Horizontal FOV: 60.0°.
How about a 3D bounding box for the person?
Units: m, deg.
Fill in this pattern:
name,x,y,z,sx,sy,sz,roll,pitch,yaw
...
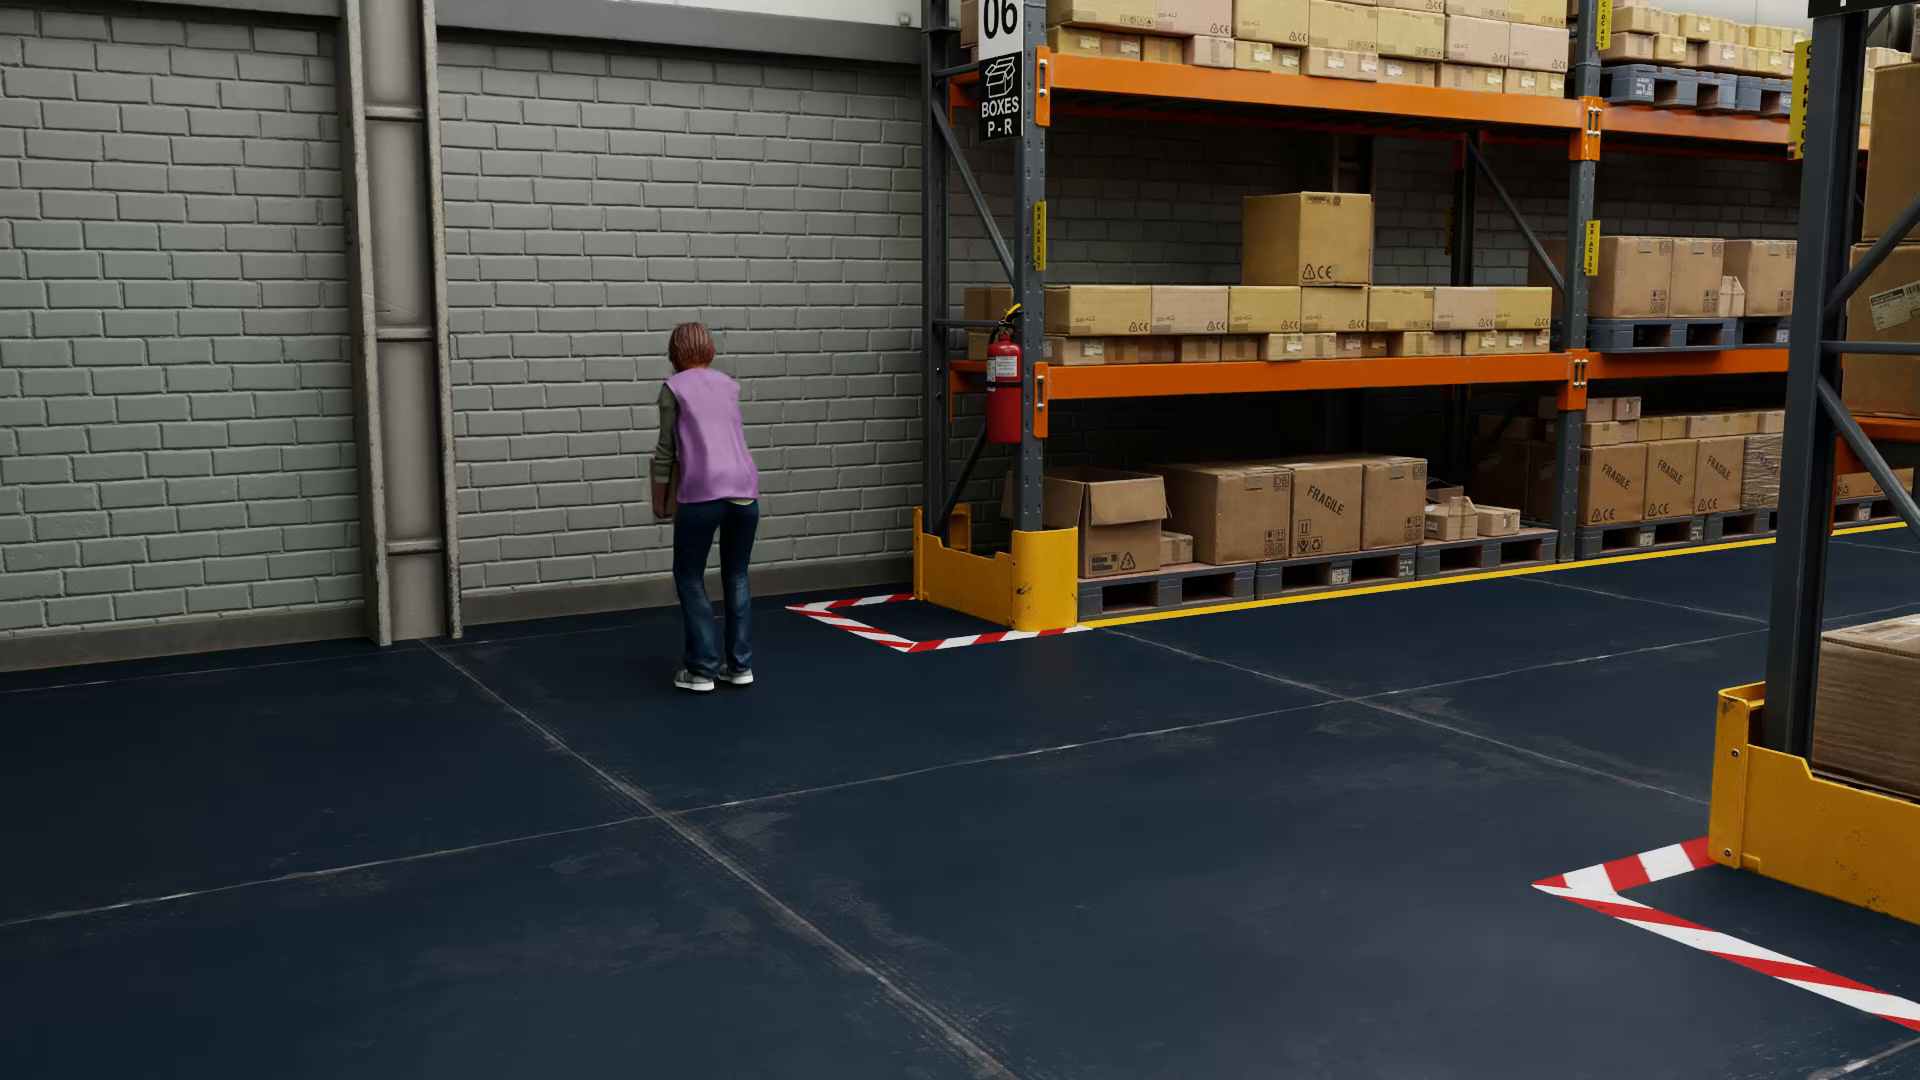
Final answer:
name,x,y,z,sx,sy,sz,roll,pitch,yaw
person,-1.071,-0.169,7.035,0.375,1.599,0.496,-5,10,-31
